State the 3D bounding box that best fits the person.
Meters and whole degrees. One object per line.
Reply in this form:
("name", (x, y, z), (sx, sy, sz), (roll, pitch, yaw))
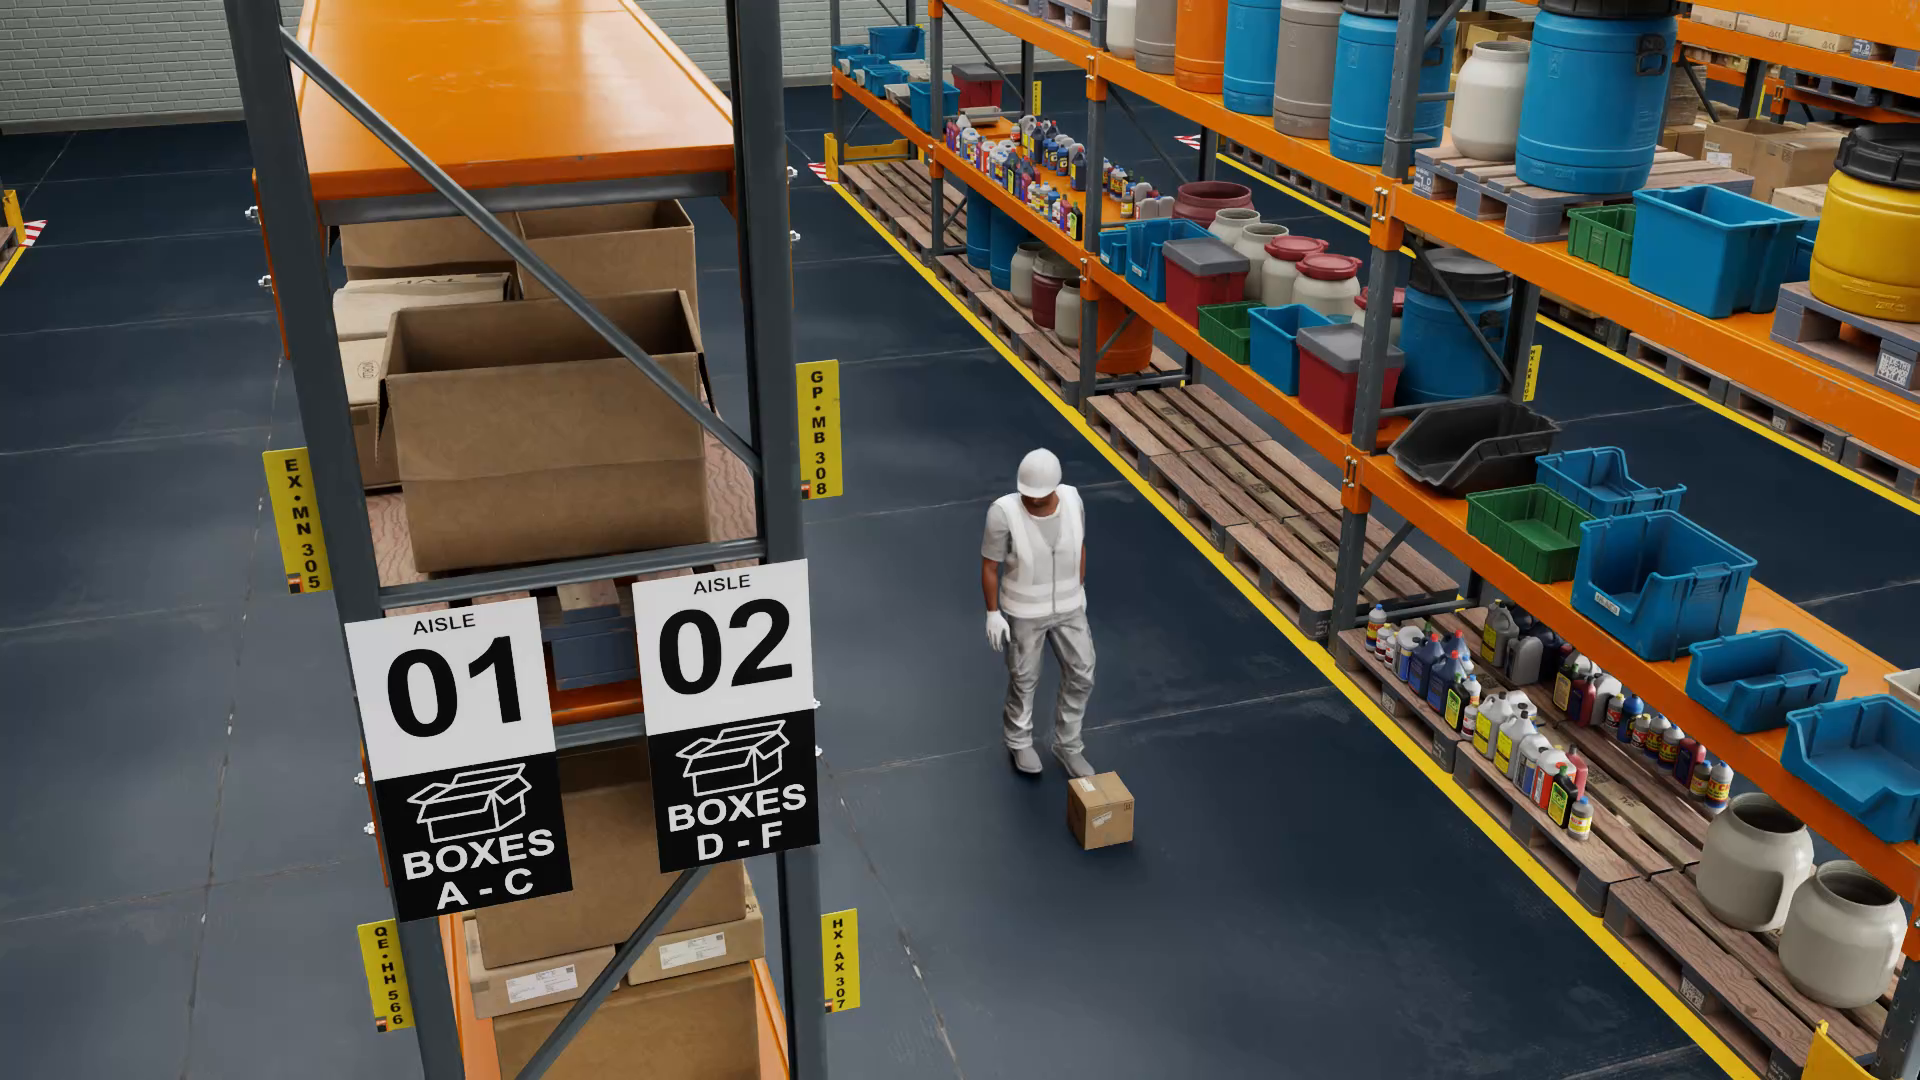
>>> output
("person", (0.419, 0.393, 8.306), (0.602, 1.837, 0.450), (-10, 28, -20))
